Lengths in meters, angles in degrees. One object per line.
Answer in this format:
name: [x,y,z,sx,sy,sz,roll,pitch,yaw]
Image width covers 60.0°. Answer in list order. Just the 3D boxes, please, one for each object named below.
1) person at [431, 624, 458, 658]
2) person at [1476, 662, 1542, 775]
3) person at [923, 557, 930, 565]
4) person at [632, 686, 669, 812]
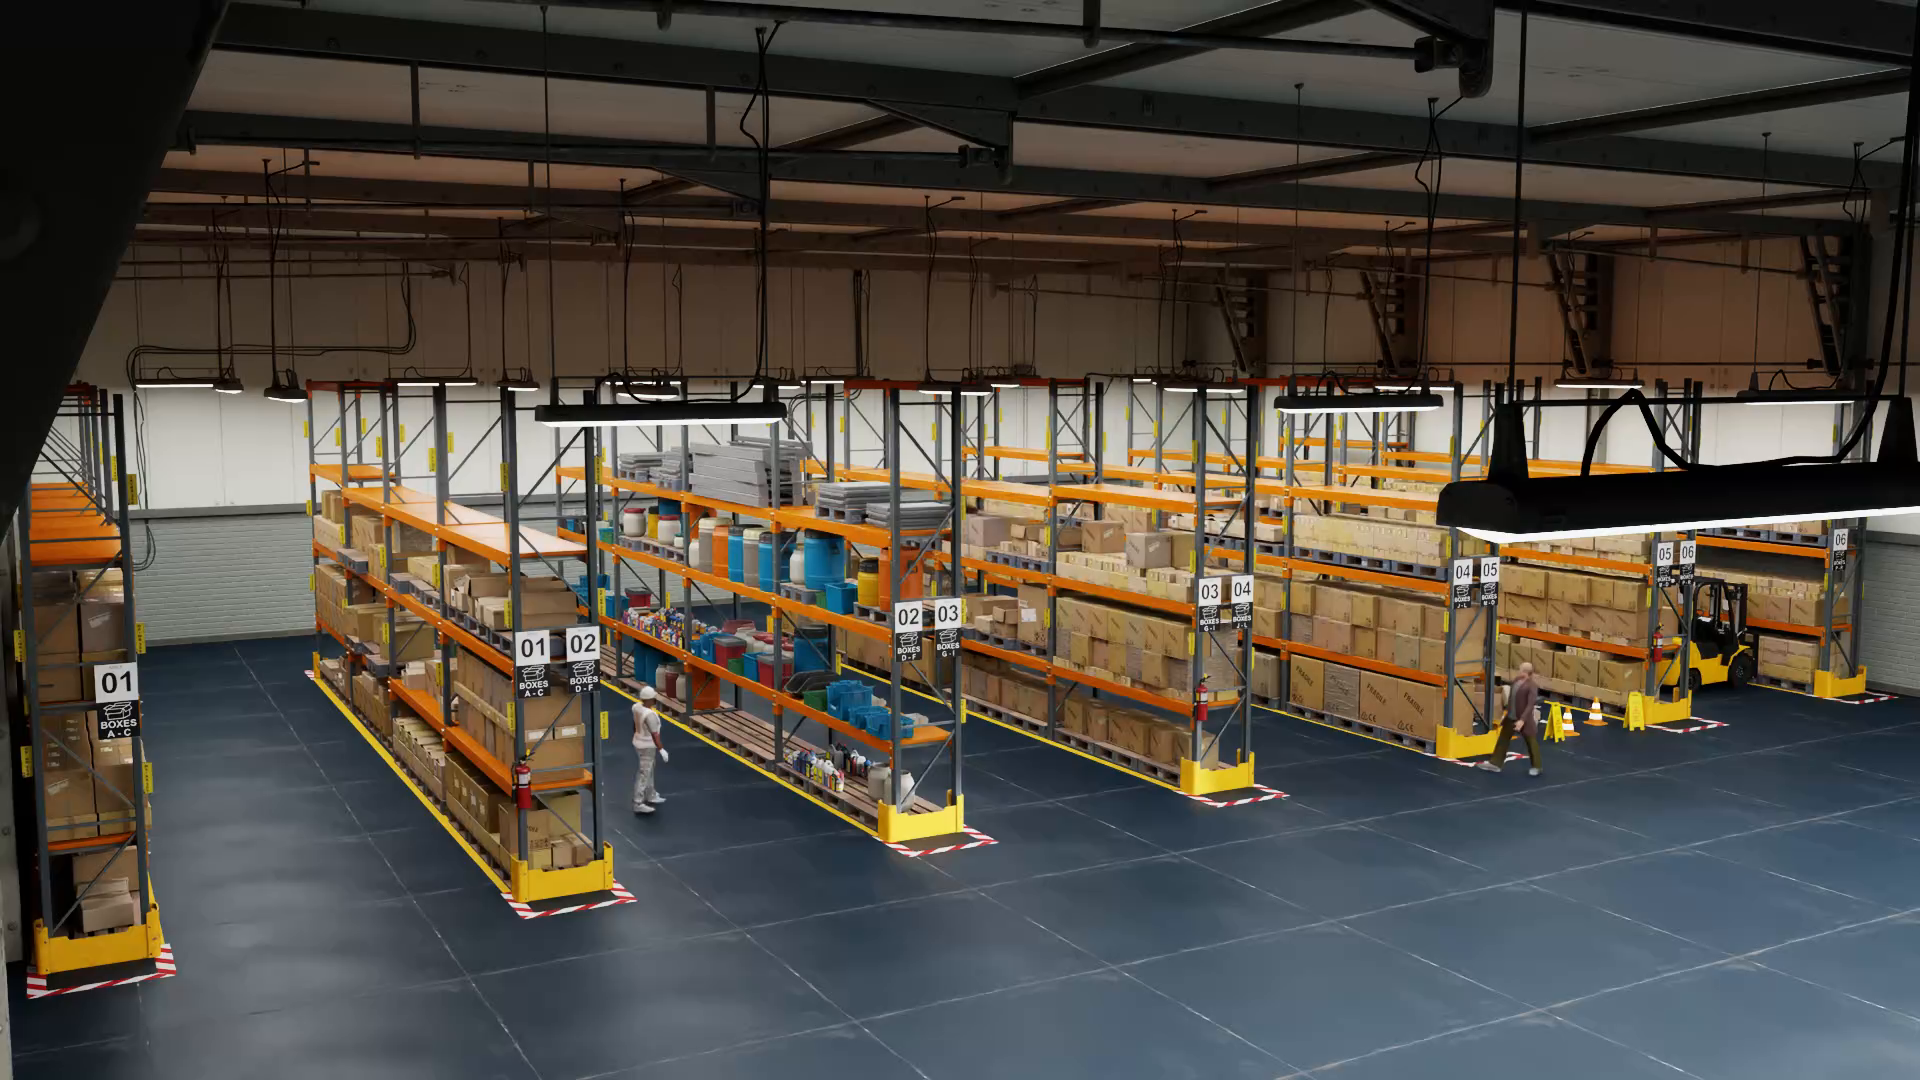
person: [-9.988,2.050,32.449,0.741,1.813,0.877,-4,7,-30]
person: [8.532,2.744,25.578,0.851,1.729,0.735,-4,7,-32]
person: [-0.908,1.124,41.534,0.431,1.554,0.852,2,6,15]
person: [-4.416,2.945,23.638,0.572,1.799,0.702,-2,7,-22]
